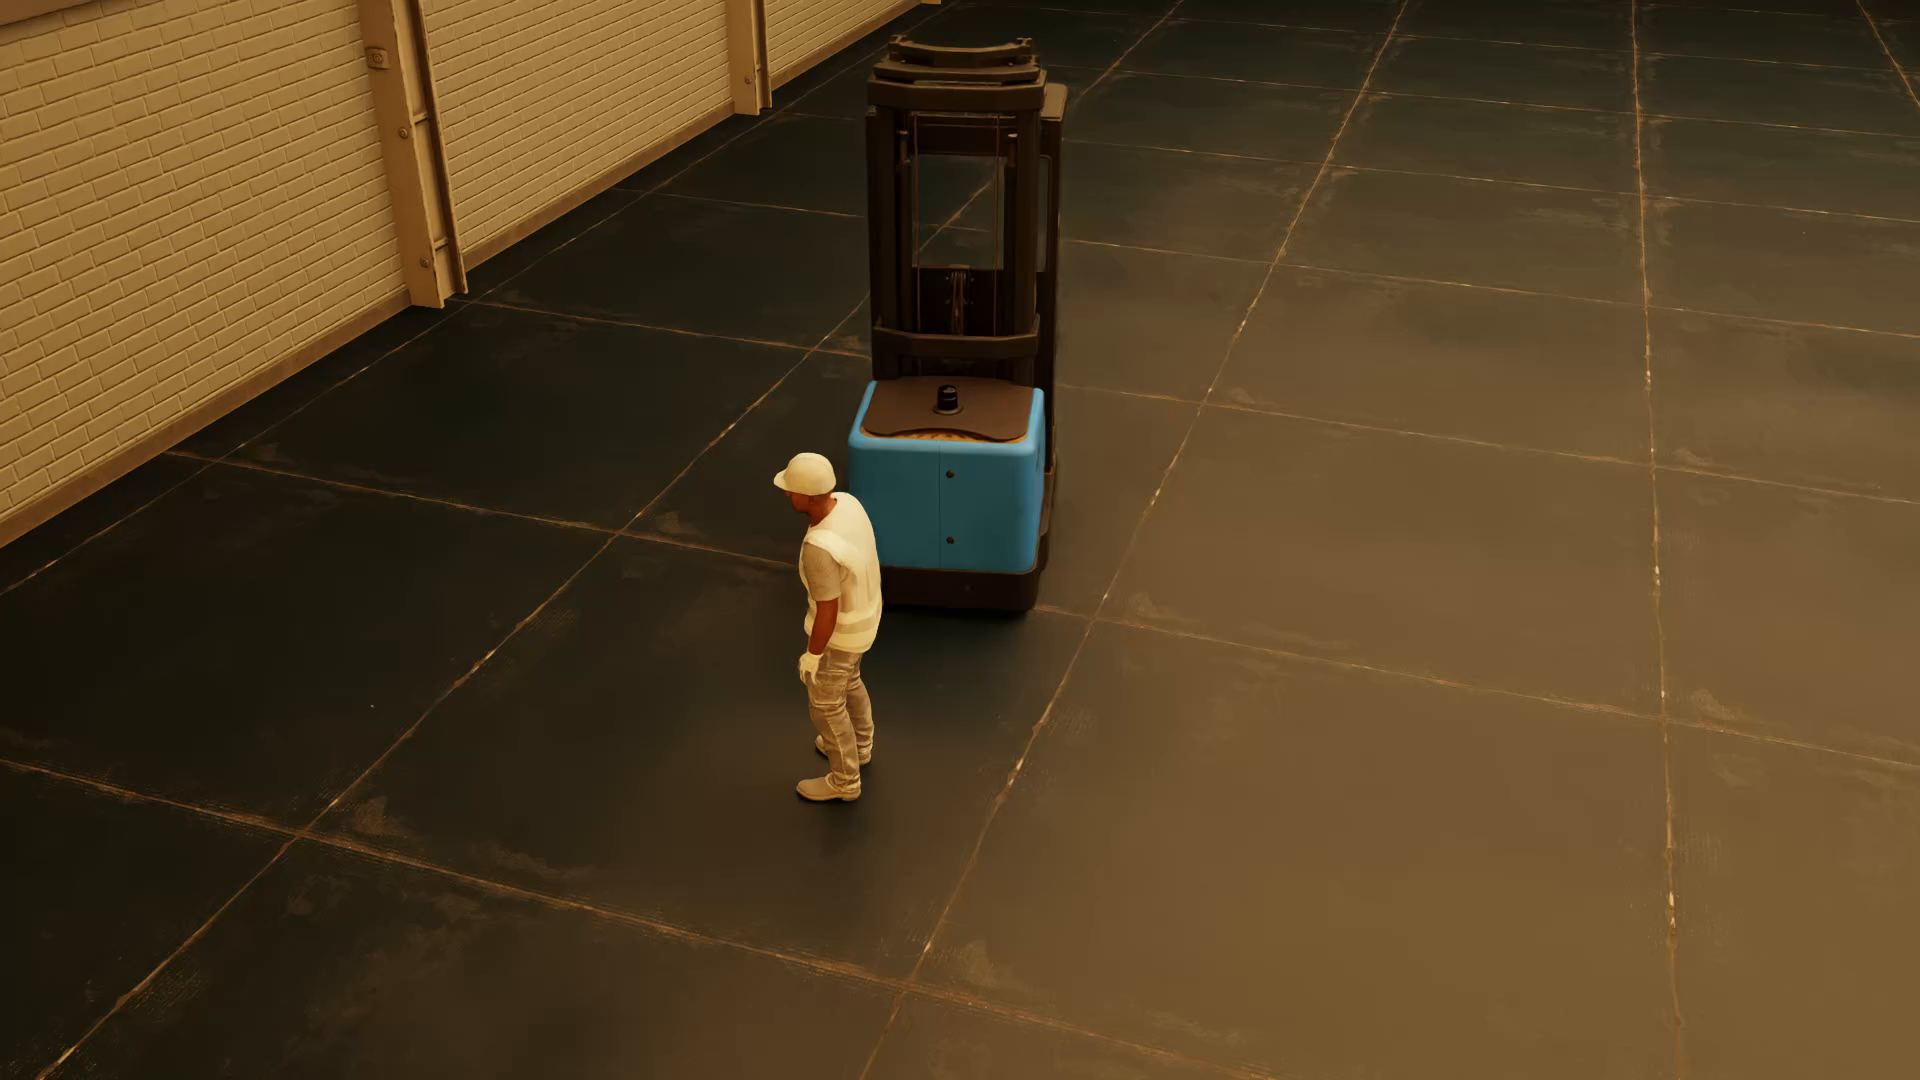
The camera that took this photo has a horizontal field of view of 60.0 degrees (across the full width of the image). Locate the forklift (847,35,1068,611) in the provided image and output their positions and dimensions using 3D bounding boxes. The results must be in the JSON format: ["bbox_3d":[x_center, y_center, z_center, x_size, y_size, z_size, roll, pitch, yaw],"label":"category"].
[{"bbox_3d":[0.046,-1.582,9.912,1.130,2.935,3.031,3,30,5],"label":"forklift"}]

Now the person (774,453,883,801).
[{"bbox_3d":[-0.587,0.396,7.613,0.444,1.776,0.632,5,30,9],"label":"person"}]
